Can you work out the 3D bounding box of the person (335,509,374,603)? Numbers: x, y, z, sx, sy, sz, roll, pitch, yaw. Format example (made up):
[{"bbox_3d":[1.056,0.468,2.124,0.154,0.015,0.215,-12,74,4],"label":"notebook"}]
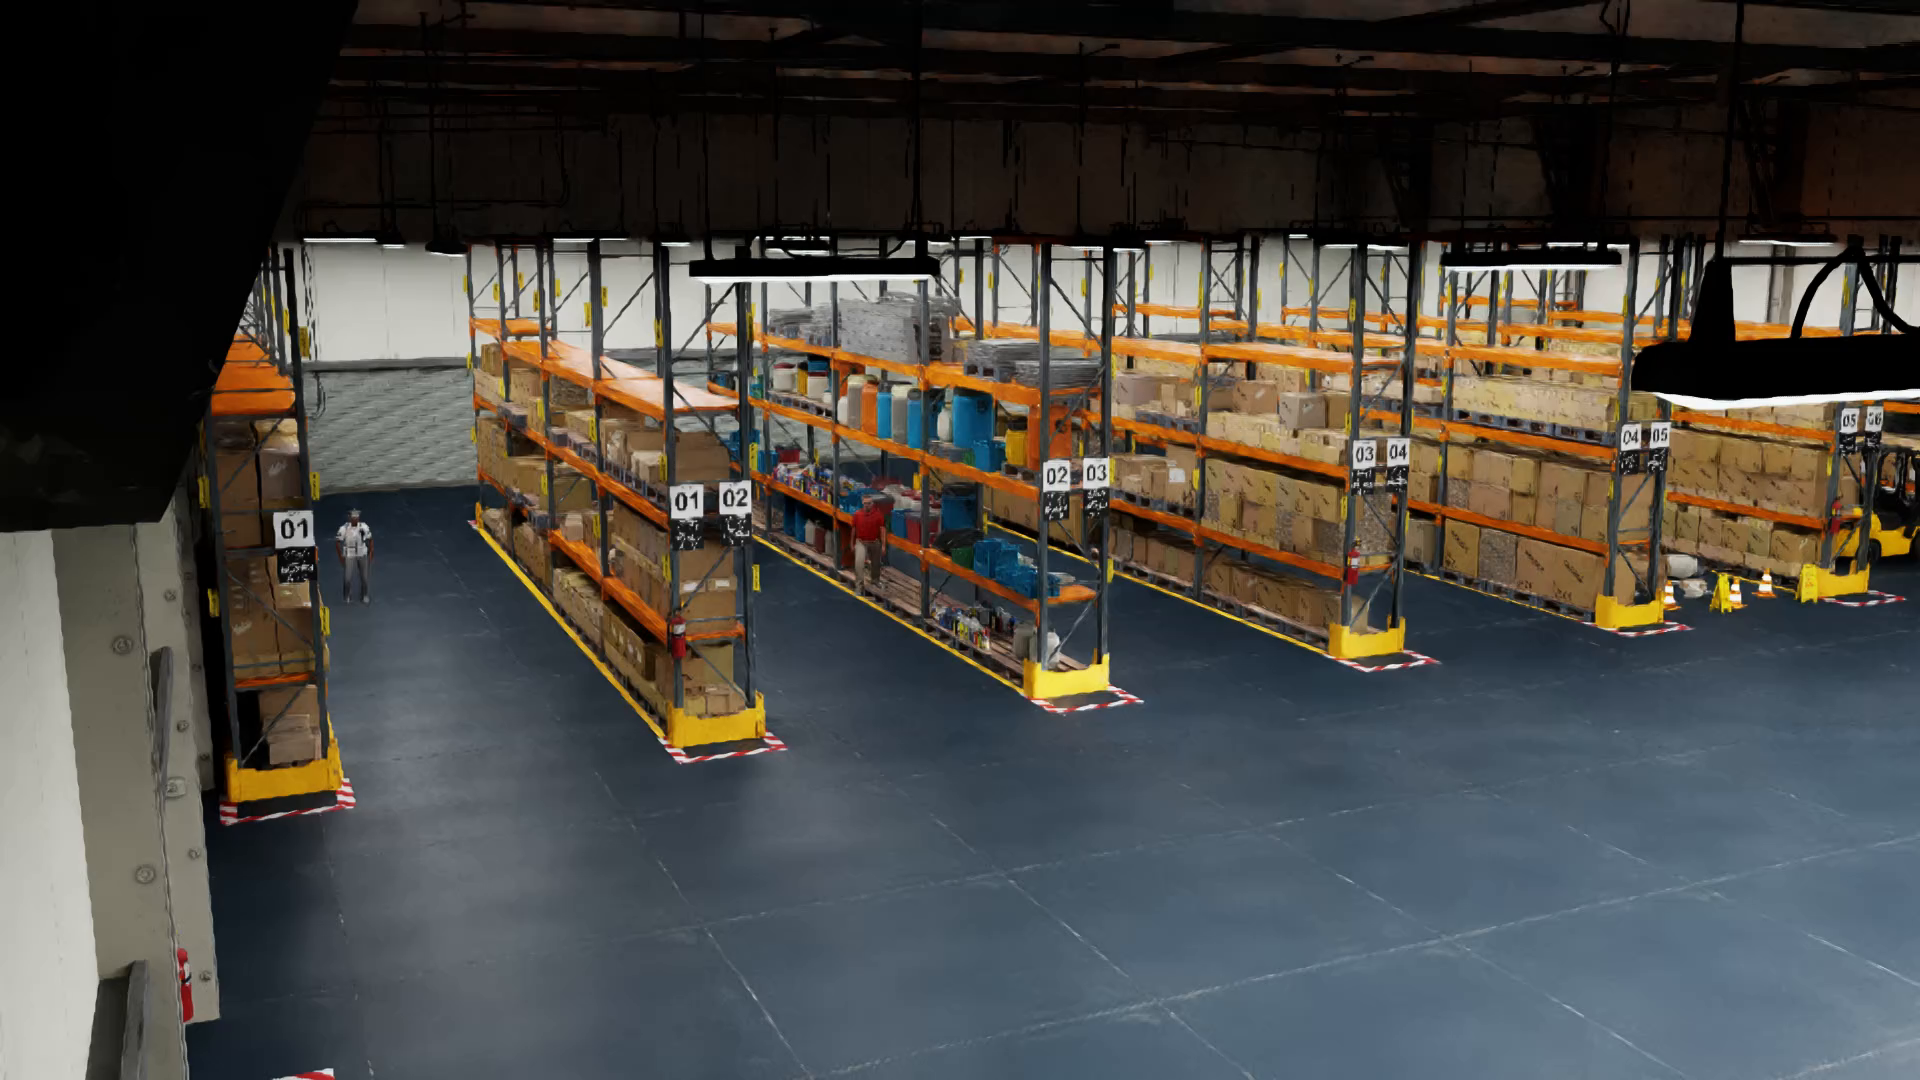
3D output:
[{"bbox_3d":[-10.022,0.258,27.561,0.592,1.629,0.532,-5,12,-26],"label":"person"}]

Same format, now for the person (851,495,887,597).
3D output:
[{"bbox_3d":[-1.478,0.062,26.940,0.582,1.653,0.974,0,11,-3],"label":"person"}]
